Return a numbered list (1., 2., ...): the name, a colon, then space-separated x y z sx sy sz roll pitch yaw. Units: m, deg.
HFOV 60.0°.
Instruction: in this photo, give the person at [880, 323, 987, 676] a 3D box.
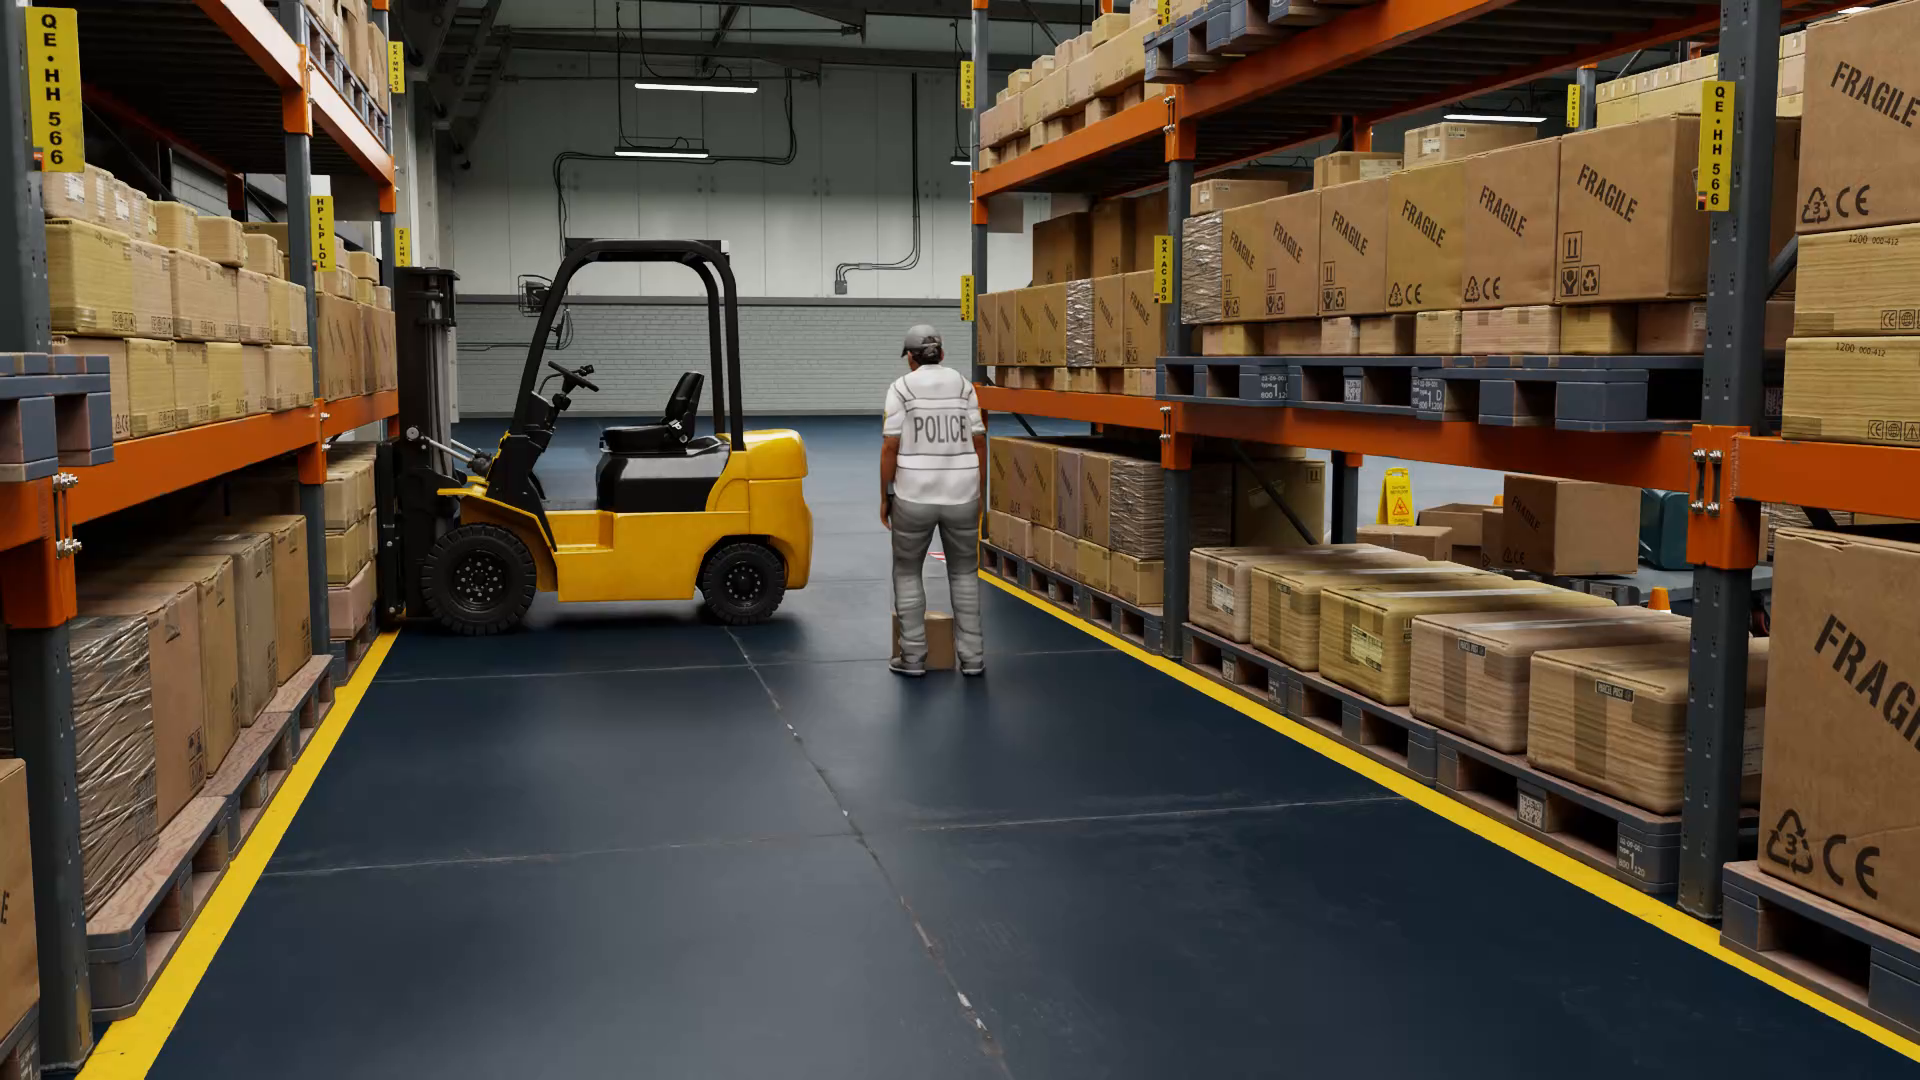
1. person: -0.123 -0.186 7.863 0.548 1.664 0.468 -2 6 -16
